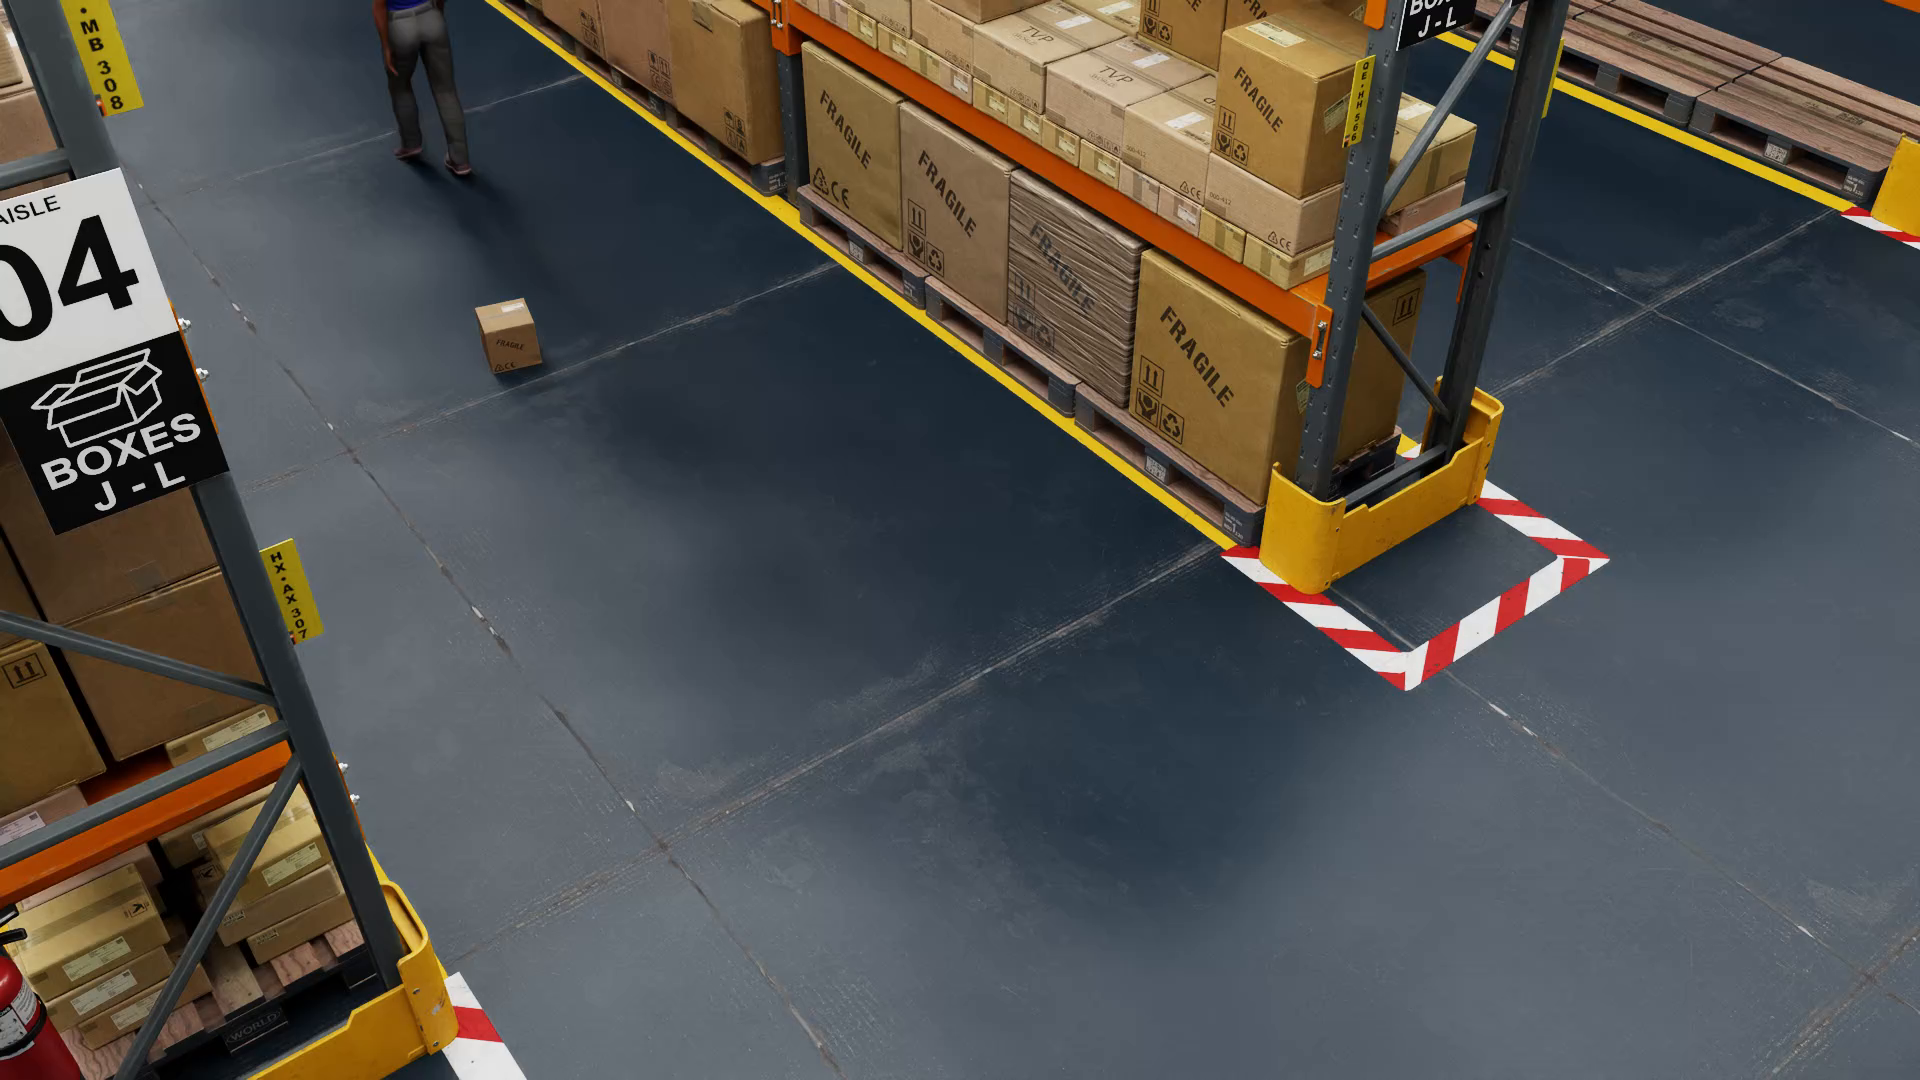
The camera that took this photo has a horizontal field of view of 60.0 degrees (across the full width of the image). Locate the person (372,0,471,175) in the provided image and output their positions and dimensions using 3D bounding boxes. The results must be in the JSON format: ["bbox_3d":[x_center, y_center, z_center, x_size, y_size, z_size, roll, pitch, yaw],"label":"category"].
[{"bbox_3d":[-3.150,-2.912,9.578,0.467,1.711,0.644,-23,46,-25],"label":"person"}]
